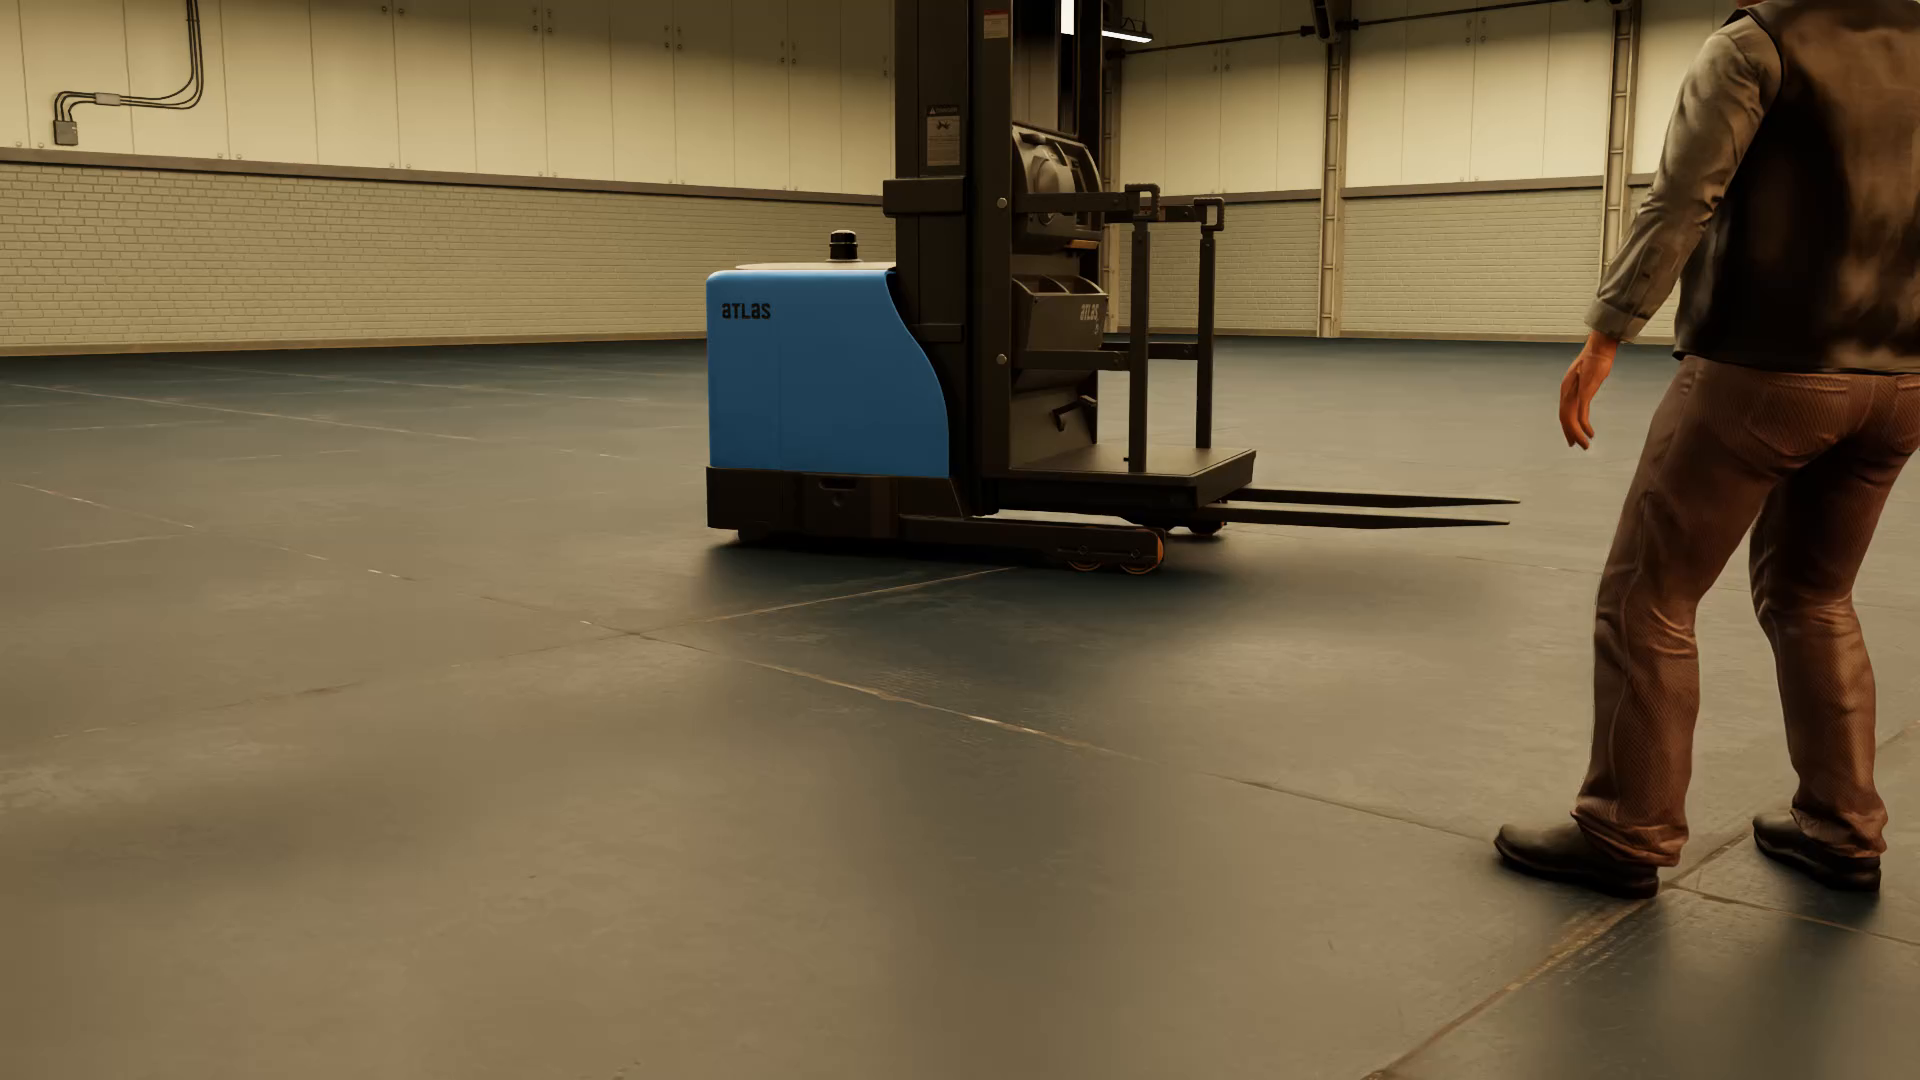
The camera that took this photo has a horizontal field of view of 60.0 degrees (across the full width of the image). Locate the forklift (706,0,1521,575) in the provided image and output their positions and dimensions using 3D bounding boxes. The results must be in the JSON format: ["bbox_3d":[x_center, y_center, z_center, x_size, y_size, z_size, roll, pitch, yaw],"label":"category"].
[{"bbox_3d":[0.565,-1.416,6.275,3.031,2.935,1.130,3,9,22],"label":"forklift"}]

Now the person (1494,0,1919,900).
[{"bbox_3d":[1.371,-0.266,2.786,0.784,1.696,0.400,-3,9,-17],"label":"person"}]
